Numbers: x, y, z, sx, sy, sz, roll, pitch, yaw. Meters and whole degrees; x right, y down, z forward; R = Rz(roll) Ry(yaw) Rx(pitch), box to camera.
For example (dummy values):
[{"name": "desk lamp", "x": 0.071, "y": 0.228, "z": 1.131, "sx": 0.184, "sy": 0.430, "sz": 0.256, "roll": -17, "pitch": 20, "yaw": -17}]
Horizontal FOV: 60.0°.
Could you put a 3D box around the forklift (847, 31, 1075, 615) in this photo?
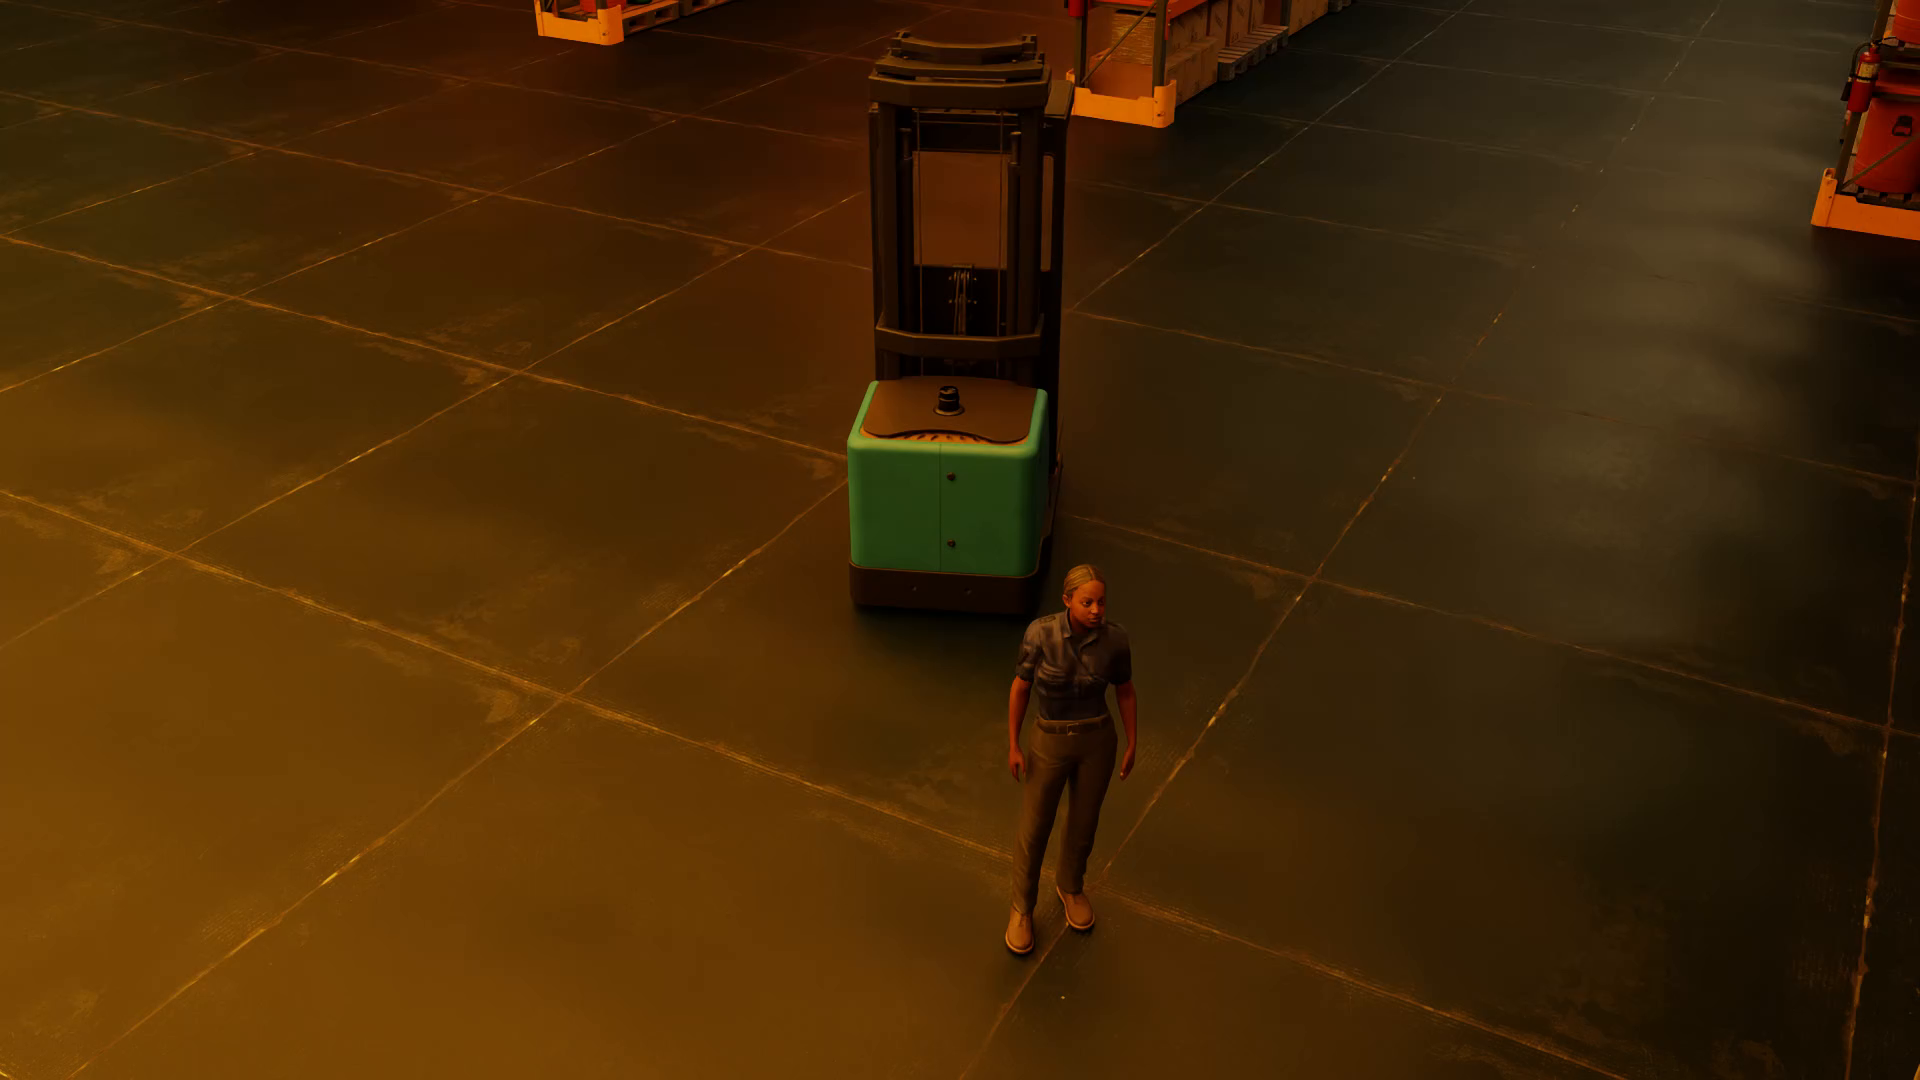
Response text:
[{"name": "forklift", "x": 0.072, "y": -1.572, "z": 9.794, "sx": 1.130, "sy": 2.935, "sz": 3.031, "roll": 3, "pitch": 30, "yaw": 6}]

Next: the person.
[{"name": "person", "x": 0.456, "y": 0.890, "z": 6.792, "sx": 0.570, "sy": 1.654, "sz": 0.504, "roll": -3, "pitch": 30, "yaw": -6}]
